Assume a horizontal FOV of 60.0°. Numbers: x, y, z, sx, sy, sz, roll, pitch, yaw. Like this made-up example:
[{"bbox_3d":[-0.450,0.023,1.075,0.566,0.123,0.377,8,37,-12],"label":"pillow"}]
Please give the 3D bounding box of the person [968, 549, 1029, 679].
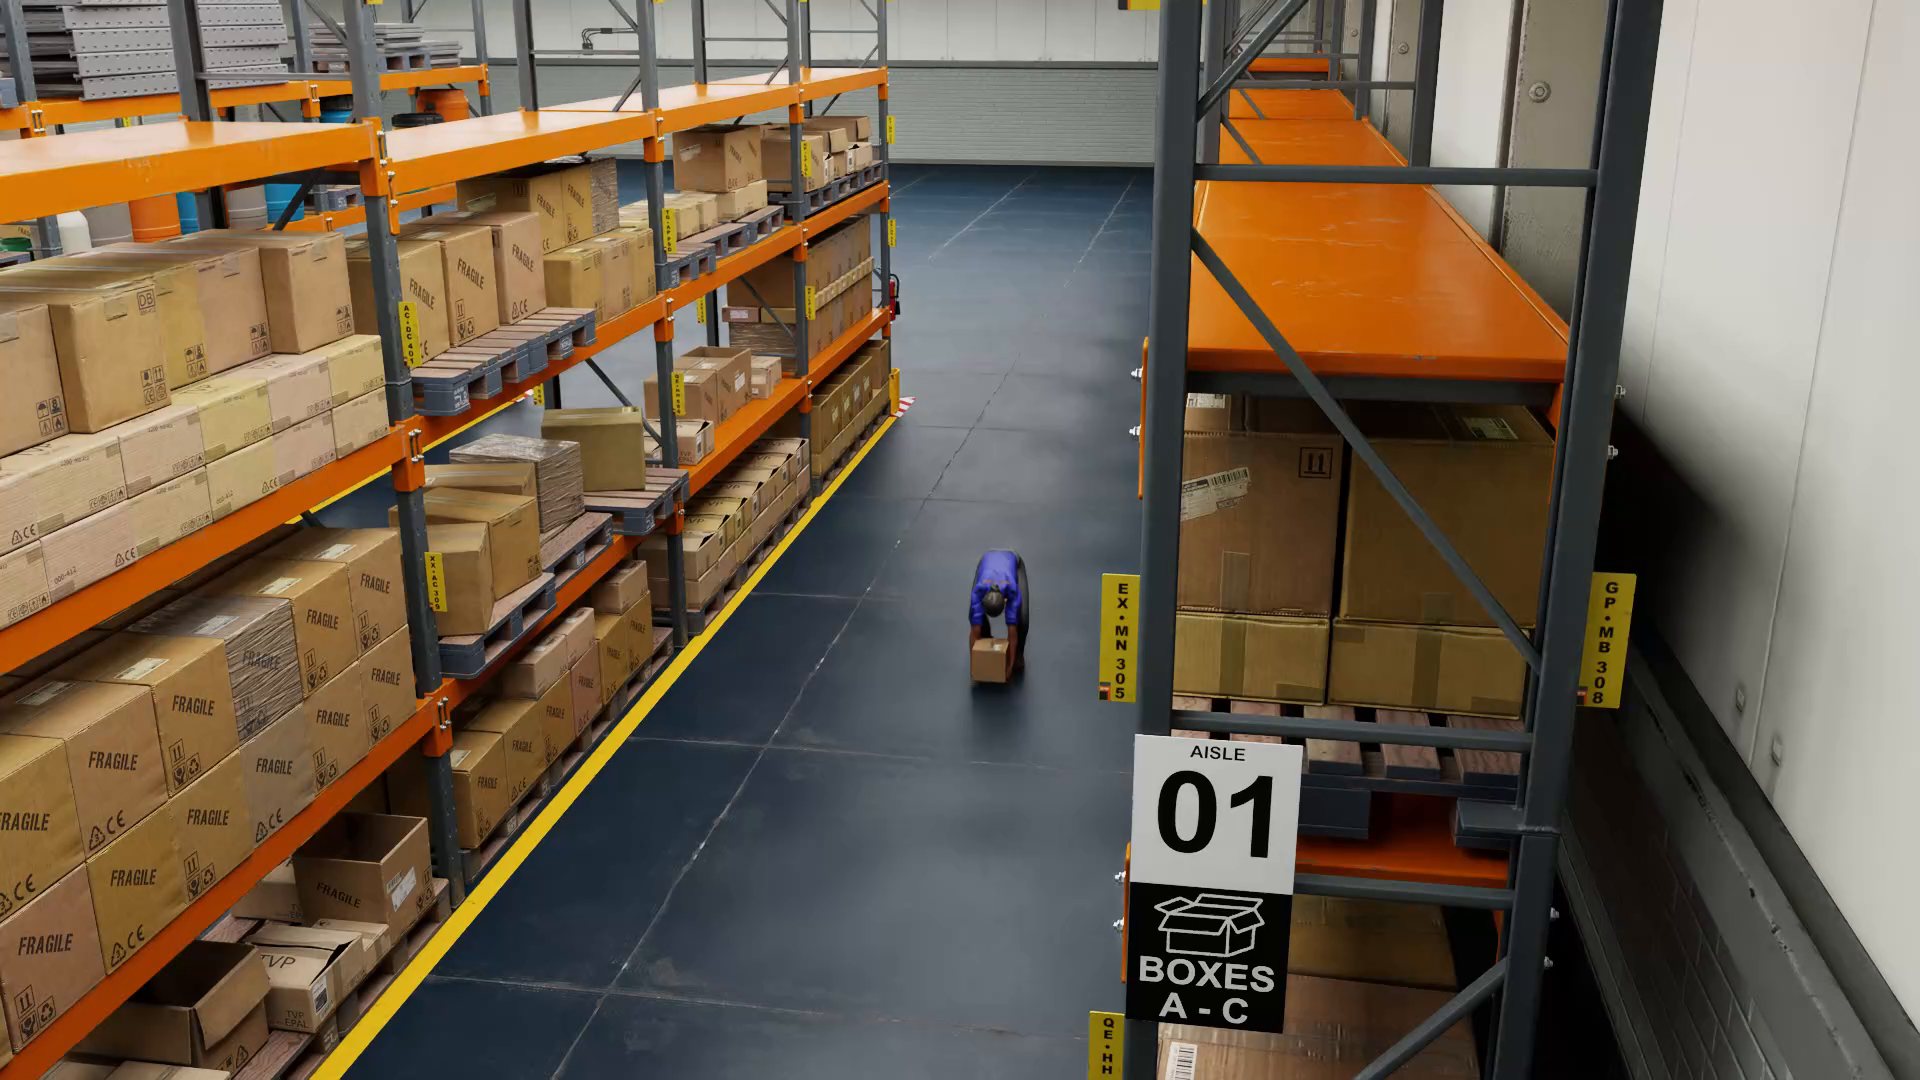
[{"bbox_3d":[0.291,0.574,12.542,0.461,0.891,0.868,2,18,6],"label":"person"}]
